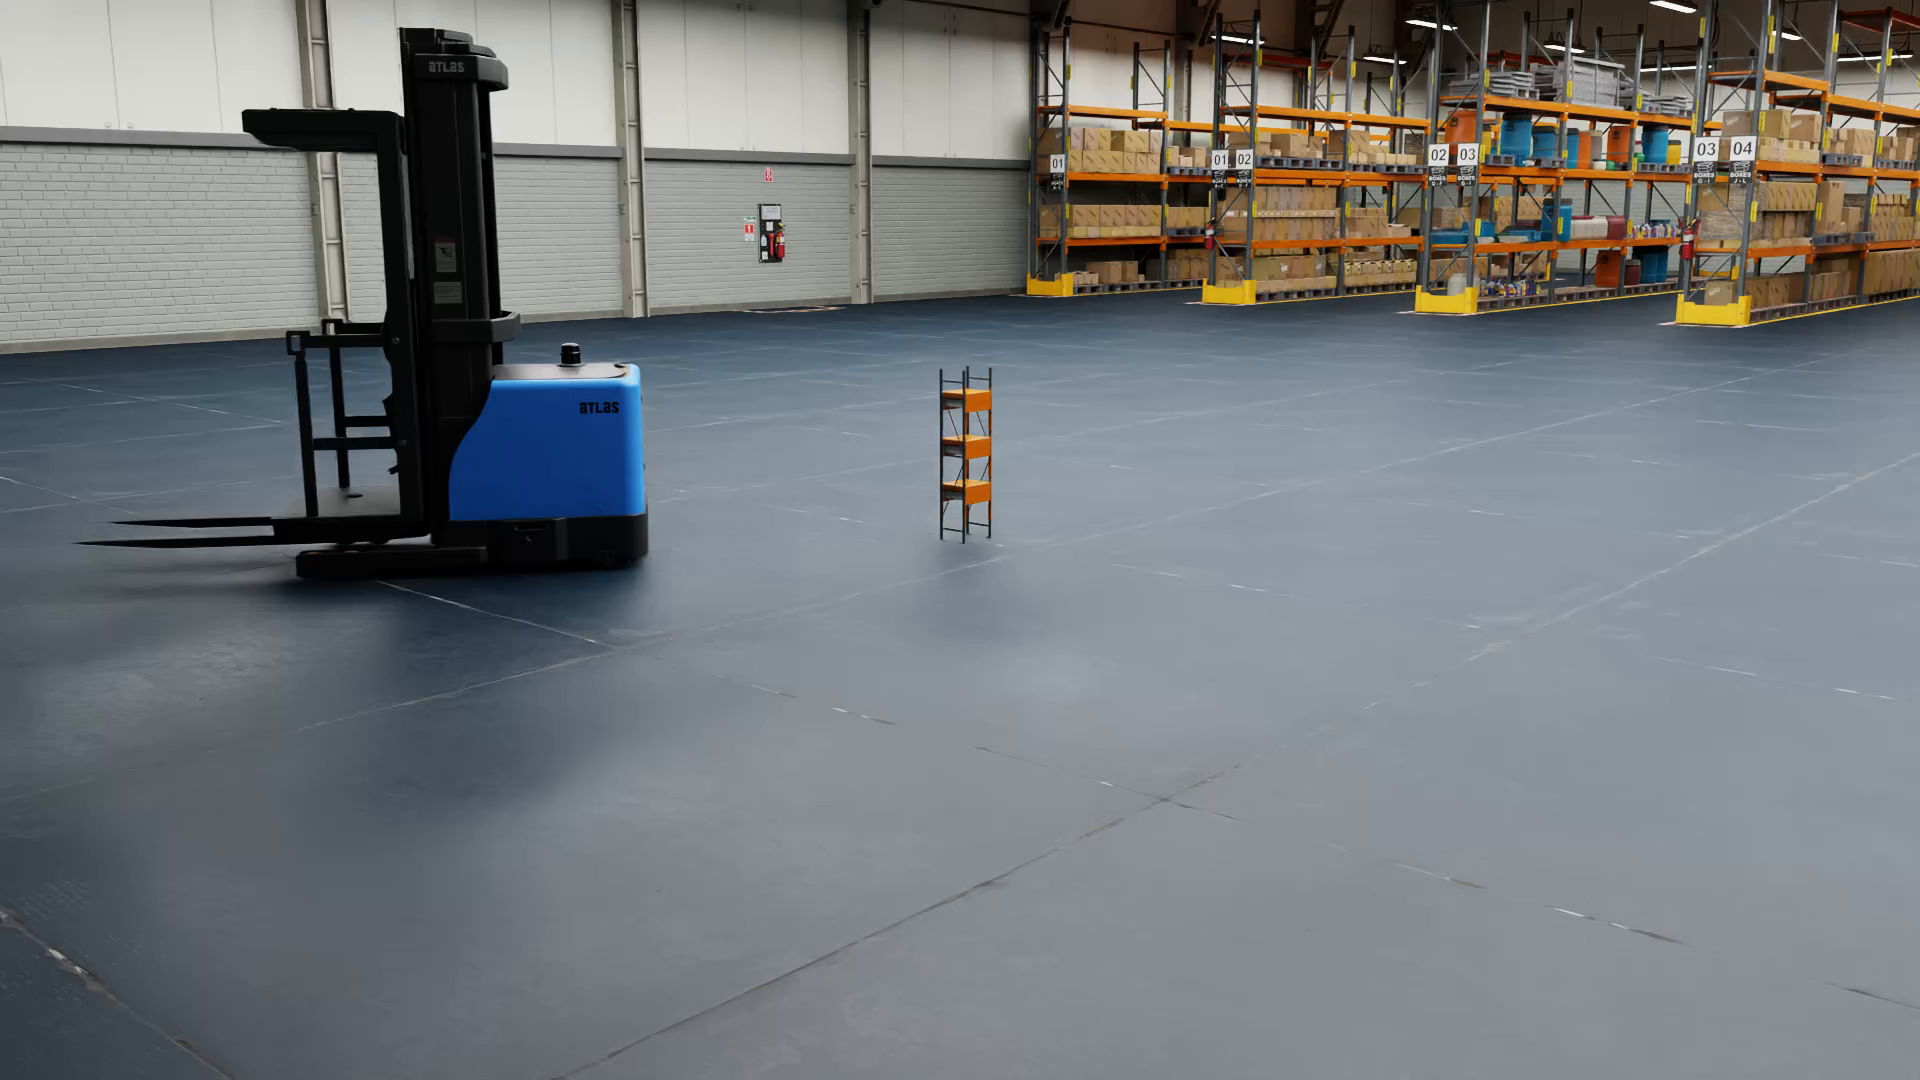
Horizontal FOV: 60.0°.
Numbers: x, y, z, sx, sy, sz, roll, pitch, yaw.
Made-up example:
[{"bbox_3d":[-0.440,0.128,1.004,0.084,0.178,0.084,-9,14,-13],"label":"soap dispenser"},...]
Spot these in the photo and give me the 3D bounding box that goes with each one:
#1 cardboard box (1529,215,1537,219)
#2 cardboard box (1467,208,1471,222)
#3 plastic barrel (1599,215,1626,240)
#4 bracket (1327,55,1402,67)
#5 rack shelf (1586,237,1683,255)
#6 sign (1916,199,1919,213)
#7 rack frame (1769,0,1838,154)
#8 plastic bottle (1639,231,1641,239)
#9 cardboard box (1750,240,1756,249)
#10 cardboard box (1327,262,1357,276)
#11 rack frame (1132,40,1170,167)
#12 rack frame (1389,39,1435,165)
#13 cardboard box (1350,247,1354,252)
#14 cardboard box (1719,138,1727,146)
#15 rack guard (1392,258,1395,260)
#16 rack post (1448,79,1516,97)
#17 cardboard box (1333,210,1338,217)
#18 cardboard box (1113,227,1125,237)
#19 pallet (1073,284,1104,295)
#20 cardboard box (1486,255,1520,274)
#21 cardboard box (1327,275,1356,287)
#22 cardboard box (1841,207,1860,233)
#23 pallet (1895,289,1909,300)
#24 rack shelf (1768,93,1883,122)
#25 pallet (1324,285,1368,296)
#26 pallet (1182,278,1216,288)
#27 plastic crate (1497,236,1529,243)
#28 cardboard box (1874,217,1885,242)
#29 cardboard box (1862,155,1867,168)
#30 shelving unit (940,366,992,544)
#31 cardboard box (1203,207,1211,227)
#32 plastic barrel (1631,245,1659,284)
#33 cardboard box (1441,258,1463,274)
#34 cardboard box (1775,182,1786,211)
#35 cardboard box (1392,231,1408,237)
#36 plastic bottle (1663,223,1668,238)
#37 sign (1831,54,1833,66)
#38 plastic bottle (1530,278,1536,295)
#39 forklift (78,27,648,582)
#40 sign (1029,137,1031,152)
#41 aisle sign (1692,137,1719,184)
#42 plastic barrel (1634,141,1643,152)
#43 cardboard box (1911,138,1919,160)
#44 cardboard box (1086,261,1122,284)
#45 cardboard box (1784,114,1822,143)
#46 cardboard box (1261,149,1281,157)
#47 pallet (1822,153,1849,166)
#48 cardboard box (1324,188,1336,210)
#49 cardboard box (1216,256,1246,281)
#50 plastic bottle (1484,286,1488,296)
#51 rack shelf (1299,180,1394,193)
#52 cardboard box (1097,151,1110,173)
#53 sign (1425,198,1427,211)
[{"bbox_3d":[15.574,-8.714,45.926,0.500,0.500,0.500,10,15,41],"label":"cardboard box"},{"bbox_3d":[13.218,-8.541,43.988,0.700,0.500,0.500,4,12,21],"label":"cardboard box"},{"bbox_3d":[14.698,-7.057,37.537,0.600,0.536,0.708,10,15,40],"label":"plastic barrel"},{"bbox_3d":[12.029,-14.283,49.557,0.076,0.066,4.783,10,15,40],"label":"bracket"},{"bbox_3d":[16.096,-7.039,39.632,1.077,0.370,4.000,10,15,40],"label":"rack shelf"},{"bbox_3d":[21.551,-7.506,37.378,0.100,0.325,0.005,10,15,40],"label":"sign"},{"bbox_3d":[15.856,-8.810,31.348,1.000,3.000,0.127,10,15,40],"label":"rack frame"},{"bbox_3d":[15.795,-7.123,38.724,0.097,0.201,0.097,0,11,0],"label":"plastic bottle"},{"bbox_3d":[13.763,-5.202,29.241,0.380,0.149,0.250,10,15,40],"label":"cardboard box"},{"bbox_3d":[8.877,-6.311,38.667,0.500,0.311,0.500,10,15,41],"label":"cardboard box"},{"bbox_3d":[4.694,-10.732,40.967,1.000,3.000,0.127,10,15,40],"label":"rack frame"},{"bbox_3d":[11.058,-10.680,40.709,1.000,3.000,0.127,10,15,40],"label":"rack frame"},{"bbox_3d":[11.494,-8.633,49.430,0.380,0.149,0.250,10,15,41],"label":"cardboard box"},{"bbox_3d":[13.165,-6.954,29.077,0.380,0.149,0.250,10,15,40],"label":"cardboard box"},{"bbox_3d":[12.631,-8.333,50.656,1.175,0.500,0.348,10,15,40],"label":"rack guard"},{"bbox_3d":[10.090,-8.712,32.131,0.954,0.300,0.937,-10,15,-41],"label":"rack post"},{"bbox_3d":[8.399,-7.449,37.938,0.380,0.149,0.250,10,15,40],"label":"cardboard box"},{"bbox_3d":[3.622,-7.395,39.909,0.500,0.250,0.500,10,15,41],"label":"cardboard box"},{"bbox_3d":[2.667,-5.960,39.513,1.003,0.211,1.213,10,15,40],"label":"pallet"},{"bbox_3d":[14.935,-7.596,45.832,0.797,0.503,0.637,10,15,40],"label":"cardboard box"},{"bbox_3d":[8.870,-6.035,38.715,0.500,0.250,0.500,9,15,39],"label":"cardboard box"},{"bbox_3d":[17.877,-6.532,33.931,0.500,0.500,0.700,-9,15,-39],"label":"cardboard box"},{"bbox_3d":[20.684,-5.555,37.484,1.003,0.211,1.213,10,15,40],"label":"pallet"},{"bbox_3d":[17.177,-8.556,32.931,1.077,0.370,4.000,10,15,40],"label":"rack shelf"},{"bbox_3d":[8.875,-5.896,39.192,1.003,0.211,1.213,10,15,40],"label":"pallet"},{"bbox_3d":[6.012,-6.717,43.305,1.003,0.211,1.213,10,15,40],"label":"pallet"},{"bbox_3d":[11.254,-6.108,33.807,0.530,0.136,0.437,10,15,40],"label":"plastic crate"},{"bbox_3d":[19.361,-6.619,35.435,0.500,0.500,0.500,9,15,39],"label":"cardboard box"},{"bbox_3d":[18.050,-7.678,33.719,0.500,0.250,0.500,10,15,40],"label":"cardboard box"},{"bbox_3d":[0.035,-0.523,10.148,0.215,1.050,0.252,10,15,40],"label":"shelving unit"},{"bbox_3d":[6.226,-8.387,43.163,0.700,0.500,0.500,10,15,40],"label":"cardboard box"},{"bbox_3d":[16.577,-6.681,40.287,0.600,0.901,0.708,10,15,40],"label":"plastic barrel"},{"bbox_3d":[12.590,-6.987,42.792,0.500,0.500,0.500,9,14,38],"label":"cardboard box"},{"bbox_3d":[14.448,-6.157,29.814,0.500,0.500,0.500,10,15,40],"label":"cardboard box"},{"bbox_3d":[10.672,-7.447,40.480,0.380,0.149,0.250,10,15,40],"label":"cardboard box"},{"bbox_3d":[16.934,-7.457,40.014,0.144,0.351,0.185,10,15,40],"label":"plastic bottle"},{"bbox_3d":[18.078,-10.006,34.544,0.100,0.325,0.005,10,15,40],"label":"sign"},{"bbox_3d":[11.927,-5.294,34.697,0.144,0.351,0.185,9,15,39],"label":"plastic bottle"},{"bbox_3d":[-3.344,-1.320,9.338,3.031,2.935,1.130,-2,11,-10],"label":"forklift"},{"bbox_3d":[1.650,-9.181,38.602,0.100,0.325,0.005,10,15,40],"label":"sign"},{"bbox_3d":[12.950,-6.585,28.883,0.394,0.787,0.004,10,15,40],"label":"aisle sign"},{"bbox_3d":[15.833,-9.121,39.143,0.433,0.535,0.433,0,11,0],"label":"plastic barrel"},{"bbox_3d":[21.609,-8.943,38.089,0.700,0.500,0.500,9,14,37],"label":"cardboard box"},{"bbox_3d":[3.476,-6.467,40.189,0.700,0.500,0.500,9,14,37],"label":"cardboard box"},{"bbox_3d":[15.751,-7.680,31.057,0.500,0.500,0.500,9,15,39],"label":"cardboard box"},{"bbox_3d":[6.686,-8.334,35.833,0.380,0.149,0.250,10,15,40],"label":"cardboard box"},{"bbox_3d":[16.344,-7.325,32.046,1.213,0.211,1.003,10,15,40],"label":"pallet"},{"bbox_3d":[8.129,-7.769,37.883,0.700,0.500,0.500,10,15,41],"label":"cardboard box"},{"bbox_3d":[5.908,-5.904,36.146,0.500,0.500,0.500,10,15,40],"label":"cardboard box"},{"bbox_3d":[10.883,-5.161,34.411,0.097,0.201,0.097,0,11,0],"label":"plastic bottle"},{"bbox_3d":[11.295,-10.379,48.697,1.077,0.370,4.000,10,15,40],"label":"rack shelf"},{"bbox_3d":[3.183,-8.899,39.144,0.500,0.500,0.500,11,16,43],"label":"cardboard box"},{"bbox_3d":[11.477,-8.235,40.827,0.100,0.325,0.005,10,15,40],"label":"sign"}]
